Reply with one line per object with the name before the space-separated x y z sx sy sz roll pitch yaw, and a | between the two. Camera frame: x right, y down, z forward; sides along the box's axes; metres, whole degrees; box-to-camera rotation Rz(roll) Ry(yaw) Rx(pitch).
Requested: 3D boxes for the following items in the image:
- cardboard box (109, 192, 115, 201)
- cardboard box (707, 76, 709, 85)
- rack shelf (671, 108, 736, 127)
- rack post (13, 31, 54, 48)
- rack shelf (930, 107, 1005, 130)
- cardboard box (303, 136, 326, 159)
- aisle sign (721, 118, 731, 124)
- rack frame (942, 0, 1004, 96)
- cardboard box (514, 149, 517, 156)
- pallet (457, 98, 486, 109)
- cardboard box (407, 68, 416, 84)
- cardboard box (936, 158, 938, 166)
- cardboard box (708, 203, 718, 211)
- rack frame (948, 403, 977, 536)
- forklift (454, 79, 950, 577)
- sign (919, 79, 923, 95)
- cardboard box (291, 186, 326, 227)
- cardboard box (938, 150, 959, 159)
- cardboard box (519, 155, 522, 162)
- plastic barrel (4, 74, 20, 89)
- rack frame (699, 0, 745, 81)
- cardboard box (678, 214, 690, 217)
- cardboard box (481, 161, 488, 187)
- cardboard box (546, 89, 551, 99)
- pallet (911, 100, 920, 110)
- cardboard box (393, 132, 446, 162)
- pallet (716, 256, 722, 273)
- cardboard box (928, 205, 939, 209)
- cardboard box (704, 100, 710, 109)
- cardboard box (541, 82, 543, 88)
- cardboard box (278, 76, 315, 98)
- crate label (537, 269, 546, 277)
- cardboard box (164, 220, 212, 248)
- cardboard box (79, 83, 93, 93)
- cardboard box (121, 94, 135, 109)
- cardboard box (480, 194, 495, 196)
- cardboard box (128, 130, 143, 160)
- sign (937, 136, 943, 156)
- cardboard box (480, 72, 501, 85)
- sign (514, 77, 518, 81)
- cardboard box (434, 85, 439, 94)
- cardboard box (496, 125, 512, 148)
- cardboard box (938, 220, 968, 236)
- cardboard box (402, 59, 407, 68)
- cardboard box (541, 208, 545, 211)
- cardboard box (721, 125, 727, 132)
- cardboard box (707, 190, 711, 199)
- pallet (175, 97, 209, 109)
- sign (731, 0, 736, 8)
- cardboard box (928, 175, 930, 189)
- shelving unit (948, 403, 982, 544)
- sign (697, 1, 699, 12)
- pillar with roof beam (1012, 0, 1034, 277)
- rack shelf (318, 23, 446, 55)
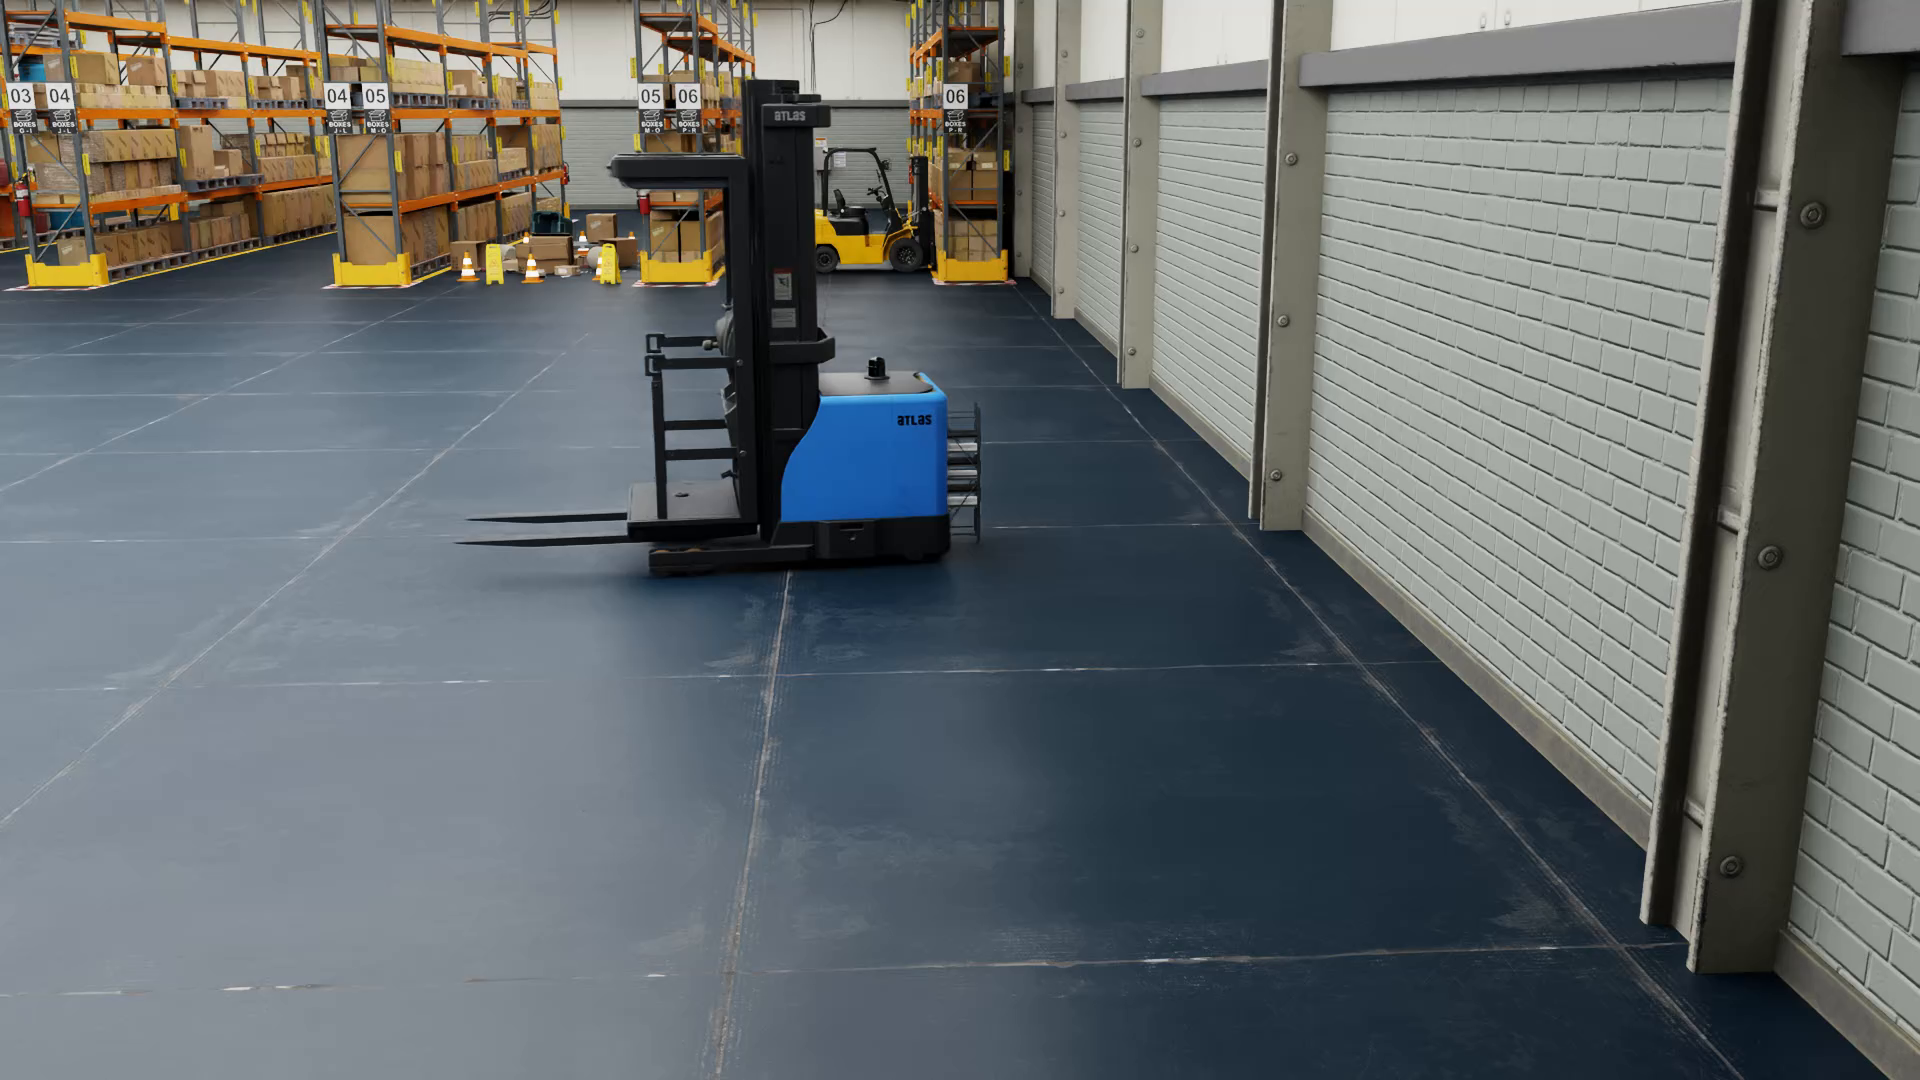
cardboard box | -14.443 -5.767 27.926 0.380 0.149 0.250 -1 14 -3
cardboard box | -4.530 -7.905 28.614 0.380 0.149 0.250 0 14 -2
rack shelf | -5.111 -8.377 32.990 1.077 0.370 4.000 -1 14 -3
rack post | -20.064 -10.698 35.547 0.937 0.300 0.954 1 14 3
rack shelf | 0.091 -7.460 29.425 1.077 0.370 4.000 -1 14 -3
cardboard box | -15.148 -9.170 38.845 0.500 0.500 0.500 -1 14 -3
aisle sign | -6.024 -11.032 42.668 0.394 0.787 0.004 -1 14 -3
rack frame | 0.215 -8.764 27.028 1.000 3.000 0.127 -1 14 -3
cardboard box | -10.137 -8.679 37.206 0.380 0.149 0.250 -1 14 -5
pallet | -10.004 -8.593 32.762 1.003 0.211 1.213 0 14 -1
cardboard box | -9.512 -7.831 28.083 0.500 0.250 0.500 -1 14 -4
cardboard box | -0.225 -6.814 29.986 0.380 0.149 0.250 -1 14 -5
cardboard box | -5.195 -7.118 36.092 0.875 0.875 0.875 -1 14 -4
rack frame | -0.005 -0.464 11.021 0.240 0.900 0.006 -1 15 -5
forklift | -1.629 -1.335 10.333 3.031 2.935 1.130 -2 15 -10
sign | -0.822 -9.543 35.040 0.100 0.325 0.005 -1 14 -3
cardboard box | -15.314 -7.628 38.074 1.225 0.875 0.875 -1 14 -3
cardboard box | -0.197 -6.767 29.206 0.380 0.149 0.250 -1 14 -2
cardboard box | -10.165 -8.666 37.753 0.380 0.149 0.250 0 14 -1
plastic barrel | -20.329 -9.701 35.577 0.433 0.535 0.433 0 14 0
rack frame | -5.482 -11.671 38.326 1.000 3.000 0.127 -1 14 -3
cardboard box | -5.144 -5.598 29.933 0.500 0.500 0.500 0 14 -1
cardboard box | -9.813 -7.361 33.415 0.500 0.500 0.500 -1 14 -4
cardboard box | -10.320 -10.915 40.708 0.500 0.250 0.500 -1 14 -3
pallet | -0.491 -9.783 37.387 1.213 0.211 1.003 -1 14 -3
cardboard box | -9.933 -7.177 30.434 0.875 0.550 0.550 -1 14 -3
pallet | -4.831 -4.954 29.859 1.003 0.211 1.213 -1 14 -3
cardboard box | -0.256 -6.746 35.148 0.875 0.625 0.625 0 14 -2
cardboard box | -4.519 -7.521 28.720 0.380 0.149 0.250 -1 14 -3
cardboard box | -10.256 -10.947 40.033 0.380 0.149 0.250 -1 14 -5
cardboard box | -15.482 -10.559 38.780 0.700 0.500 0.500 -2 15 -7
crate label | -7.251 -4.574 28.530 0.250 0.136 0.298 -9 17 -32
cardboard box | -14.905 -5.897 32.059 0.700 0.500 0.500 -1 14 -4
cardboard box | -14.336 -7.339 27.011 0.380 0.149 0.250 -1 14 -2
cardboard box | -14.504 -7.512 28.486 0.500 0.250 0.500 0 14 -2
cardboard box | -10.572 -7.572 37.106 0.500 0.250 0.500 0 14 -1
cardboard box | -14.485 -6.819 28.703 0.500 0.500 0.500 -1 14 -3
sign | -0.328 -6.529 27.583 0.100 0.325 0.005 -1 14 -3
cardboard box | -9.951 -9.774 35.237 0.396 0.266 0.258 -1 14 -3
sign | -11.206 -11.526 42.030 0.100 0.325 0.005 -1 14 -3
cardboard box | -9.546 -8.044 29.712 0.380 0.149 0.250 -1 14 -3
cardboard box | -10.716 -9.453 38.943 0.500 0.500 0.500 -1 14 -5
cardboard box | -0.125 -5.324 28.368 0.500 0.250 0.500 0 14 -2
cardboard box | -9.422 -7.925 27.649 0.380 0.149 0.250 -1 14 -3
cardboard box | -10.284 -7.983 40.315 0.380 0.149 0.250 0 14 -1
cardboard box | -5.727 -9.751 39.395 0.380 0.149 0.250 -1 14 -2
cardboard box | -4.489 -5.940 28.599 0.380 0.149 0.250 -1 14 -3
pallet | -14.810 -8.139 30.999 1.213 0.211 1.003 -1 14 -3
sign | -4.694 -11.177 34.375 0.100 0.325 0.005 -1 14 -3
cardboard box | -0.362 -7.027 32.618 0.500 0.250 0.500 -1 14 -4
shelving unit | 0.004 -0.438 10.923 0.258 0.900 0.210 -1 15 -5
sign | -6.038 -12.197 38.180 0.100 0.325 0.005 -1 14 -3
pillar with roof beam | -3.225 -8.884 27.497 9.100 9.000 0.400 -1 14 -3
rack shelf | -9.797 -8.540 28.405 1.077 0.370 4.000 -1 14 -3
